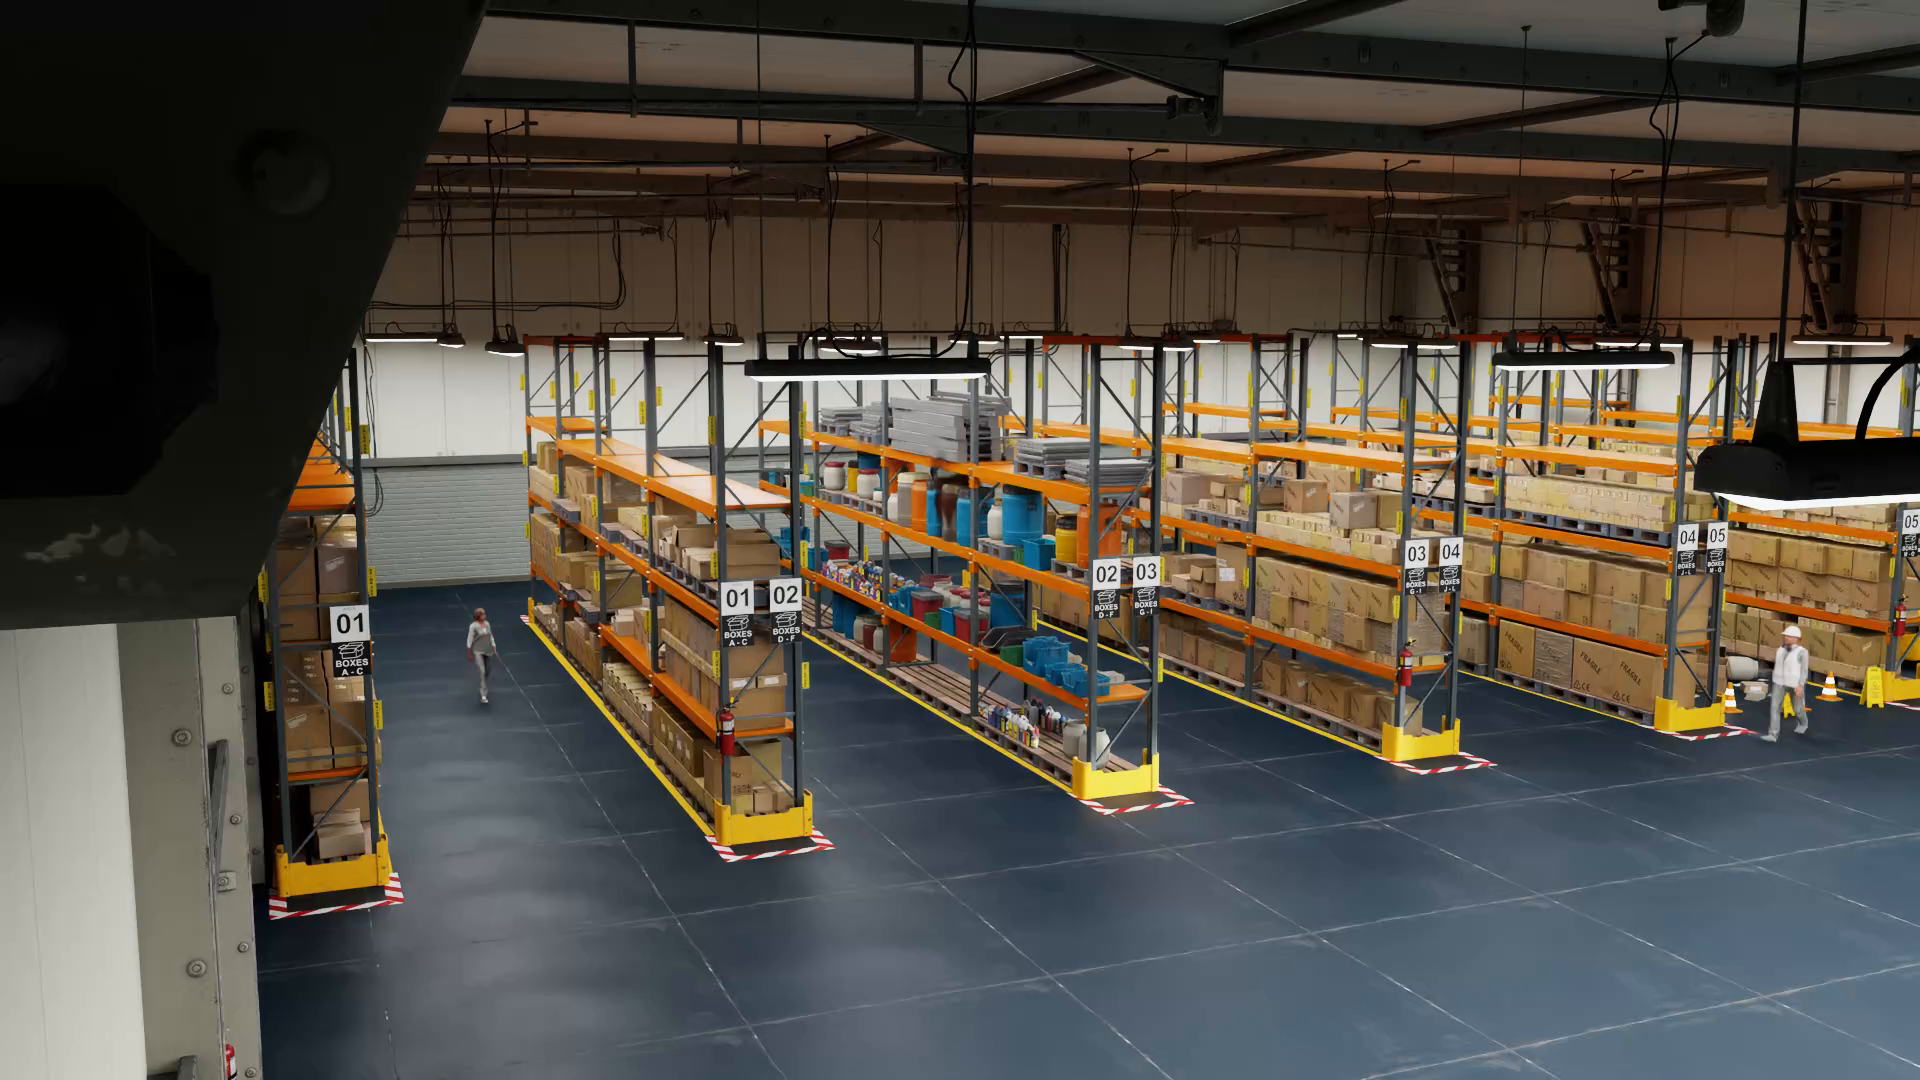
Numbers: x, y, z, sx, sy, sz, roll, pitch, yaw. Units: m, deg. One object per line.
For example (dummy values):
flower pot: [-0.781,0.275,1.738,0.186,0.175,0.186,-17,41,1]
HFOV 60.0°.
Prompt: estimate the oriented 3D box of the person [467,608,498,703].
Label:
person: [-7.968,1.884,27.702,0.481,1.544,0.908,-4,9,-28]

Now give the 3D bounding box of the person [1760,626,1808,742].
person: [12.471,2.158,24.999,0.521,1.739,1.027,7,10,43]
